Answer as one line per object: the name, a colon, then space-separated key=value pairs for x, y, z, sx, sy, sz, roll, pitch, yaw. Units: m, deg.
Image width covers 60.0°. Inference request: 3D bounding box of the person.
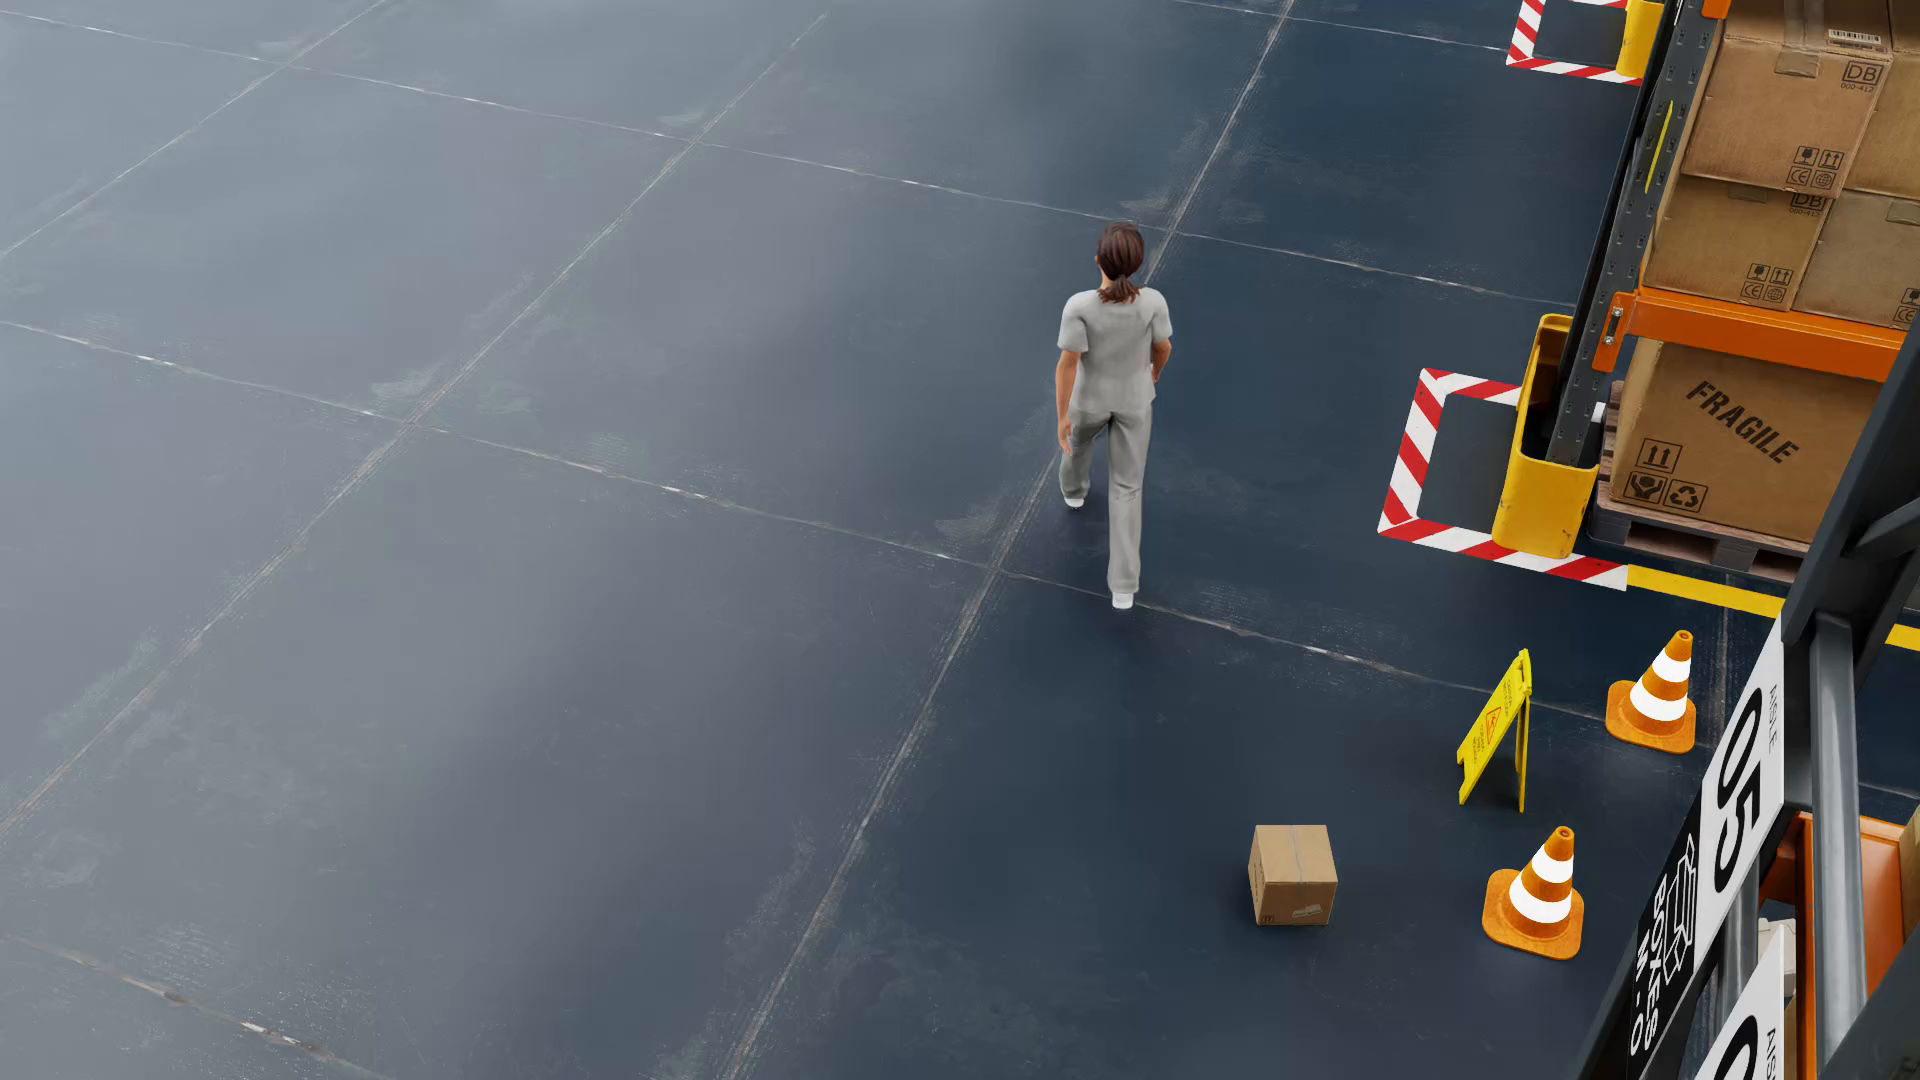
person: x=0.617 y=-0.600 z=6.833 sx=0.473 sy=1.608 sz=1.047 roll=0 pitch=42 yaw=0
